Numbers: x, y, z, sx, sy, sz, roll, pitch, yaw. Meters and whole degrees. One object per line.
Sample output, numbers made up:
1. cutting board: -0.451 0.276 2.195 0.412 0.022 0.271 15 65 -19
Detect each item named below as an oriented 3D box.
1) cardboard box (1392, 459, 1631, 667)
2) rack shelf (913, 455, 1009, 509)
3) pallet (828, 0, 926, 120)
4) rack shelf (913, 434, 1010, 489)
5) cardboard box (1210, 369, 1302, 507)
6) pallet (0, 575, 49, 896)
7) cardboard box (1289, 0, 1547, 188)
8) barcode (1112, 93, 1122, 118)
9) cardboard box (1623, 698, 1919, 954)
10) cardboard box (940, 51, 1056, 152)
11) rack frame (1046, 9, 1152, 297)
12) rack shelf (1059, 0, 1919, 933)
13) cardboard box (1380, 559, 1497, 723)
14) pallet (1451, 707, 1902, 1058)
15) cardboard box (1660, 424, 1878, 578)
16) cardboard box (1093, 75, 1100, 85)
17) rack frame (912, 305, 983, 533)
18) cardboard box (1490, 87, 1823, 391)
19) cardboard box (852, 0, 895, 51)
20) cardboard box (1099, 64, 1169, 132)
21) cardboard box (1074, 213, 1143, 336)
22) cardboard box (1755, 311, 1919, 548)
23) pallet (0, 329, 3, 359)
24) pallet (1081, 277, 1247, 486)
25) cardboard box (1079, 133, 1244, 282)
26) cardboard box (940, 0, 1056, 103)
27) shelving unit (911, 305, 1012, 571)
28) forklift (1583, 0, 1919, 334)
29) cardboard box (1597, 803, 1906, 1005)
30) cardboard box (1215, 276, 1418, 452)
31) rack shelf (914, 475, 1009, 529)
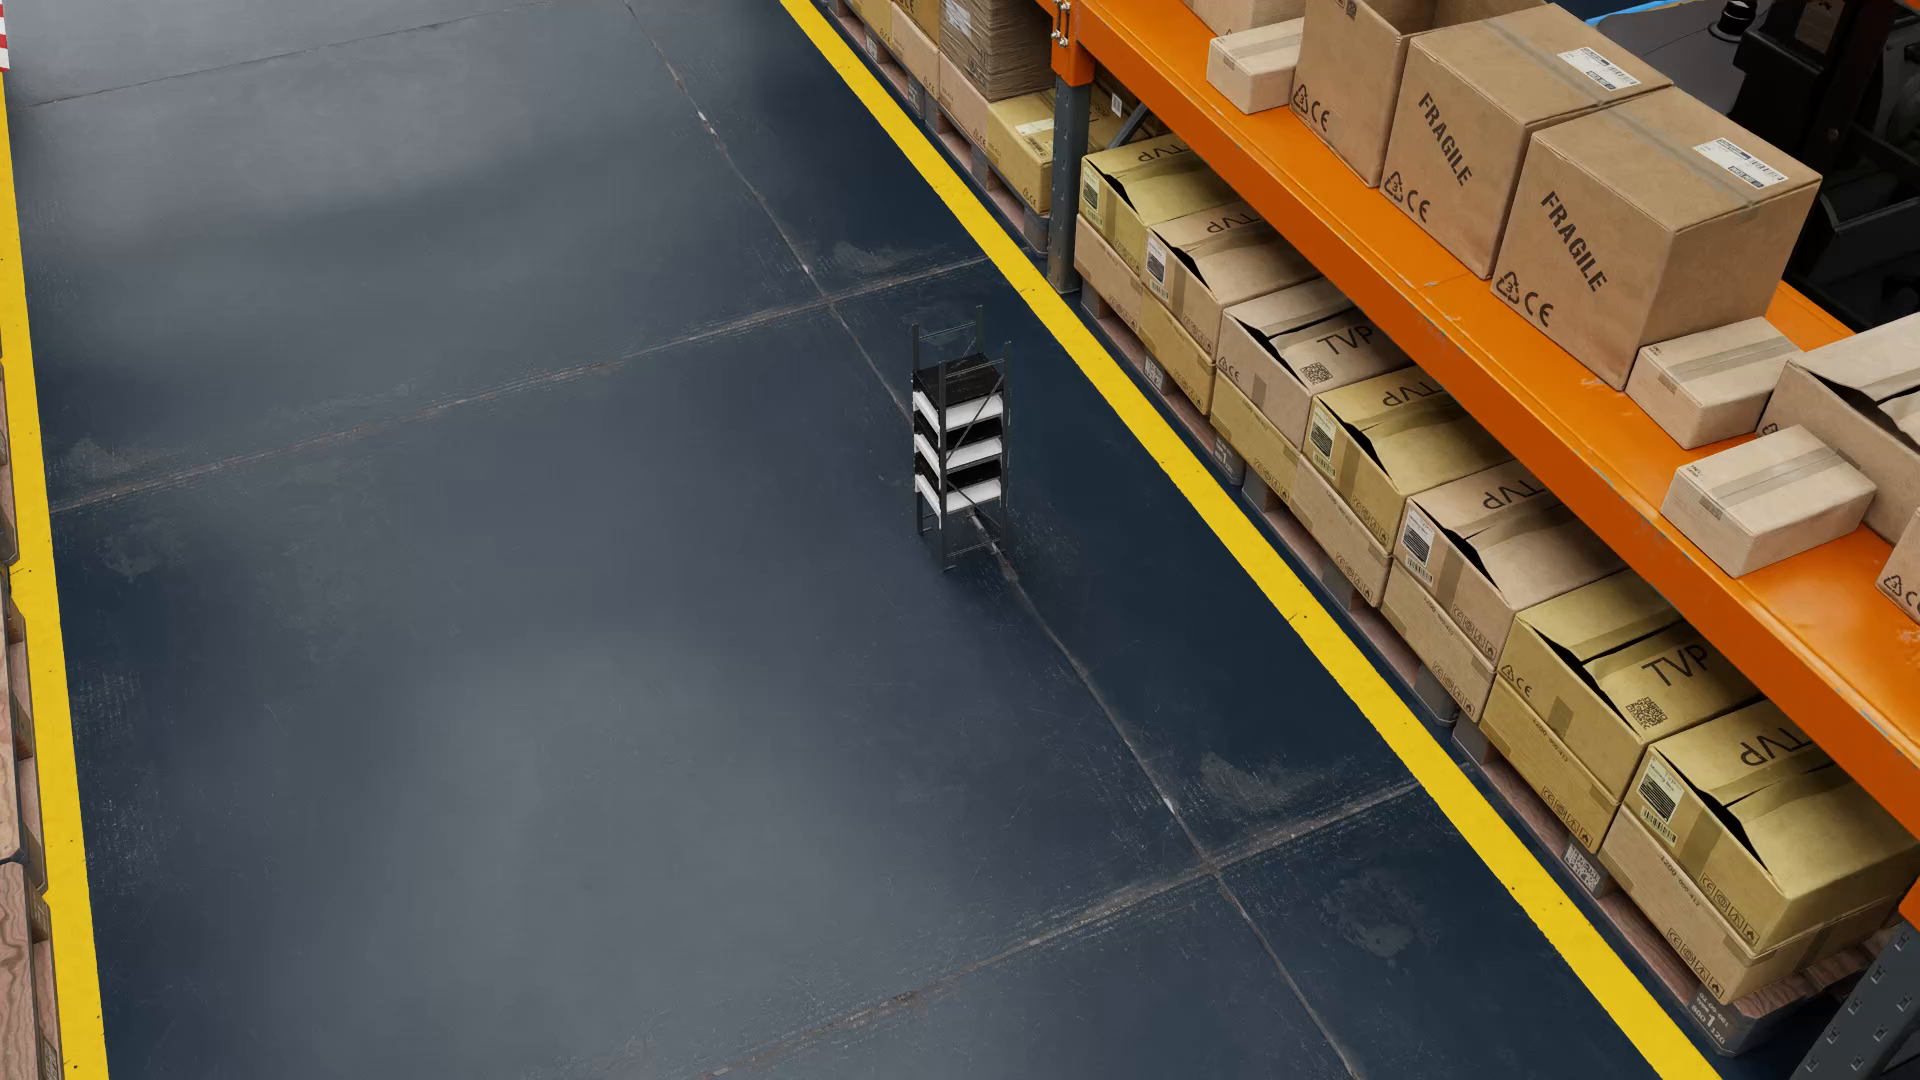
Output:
1. cardboard box: 1.638 0.024 4.849 0.500 0.311 0.500 -18 47 -18
2. rack shelf: 0.003 -0.227 5.515 0.258 0.077 0.200 -18 47 -17
3. pallet: 0.021 -2.547 8.181 1.003 0.211 1.213 -18 47 -17
4. rack shelf: 0.003 -0.291 5.452 0.258 0.077 0.200 -18 47 -17
5. cardboard box: 1.213 -0.427 5.706 0.500 0.250 0.500 -19 48 -19
6. pallet: -3.296 0.700 4.890 1.003 0.211 1.213 -18 47 -17
7. cardboard box: 1.364 -1.447 5.010 0.500 0.500 0.500 -15 47 -15
8. barcode: 0.564 -1.565 5.983 0.001 0.075 0.075 -18 47 -17
9. cardboard box: 2.072 0.676 4.189 0.500 0.311 0.500 -17 47 -16
10. cardboard box: 0.240 -1.965 7.264 0.500 0.250 0.500 -18 47 -17
11. rack frame: 0.834 -2.242 5.886 1.000 3.000 0.127 -18 47 -17
12. rack shelf: 1.675 -0.711 4.847 1.077 0.370 4.000 -18 47 -17
13. cardboard box: 1.645 0.225 5.045 0.500 0.250 0.500 -17 47 -17
14. pallet: 2.205 0.764 4.826 1.003 0.211 1.213 -18 47 -17
15. cardboard box: 1.887 -0.095 3.889 0.380 0.149 0.250 -18 47 -17
16. cardboard box: 0.709 -2.118 7.419 0.500 0.250 0.500 -18 47 -17
17. rack frame: -0.039 -0.380 5.494 0.240 0.900 0.006 -18 47 -17
18. cardboard box: 1.796 -0.793 4.346 0.500 0.500 0.500 -20 48 -20
19. cardboard box: -0.195 -2.598 7.906 0.500 0.250 0.500 -18 47 -17
20. cardboard box: 0.923 -2.067 6.834 0.500 0.500 0.500 -18 47 -17
21. cardboard box: 0.779 -1.082 6.370 0.500 0.250 0.500 -19 48 -18
22. cardboard box: 2.316 -0.288 3.970 0.500 0.311 0.500 -19 48 -18
23. pallet: -4.423 -1.007 6.621 1.003 0.211 1.213 -18 47 -17
24. pallet: 1.179 -0.791 6.401 1.003 0.211 1.213 -18 47 -17
25. cardboard box: 0.782 -1.275 6.166 0.500 0.311 0.500 -18 47 -17
26. cardboard box: 0.241 -2.232 7.002 0.500 0.500 0.500 -18 47 -17
27. shelving unit: 0.003 -0.315 5.429 0.258 0.900 0.210 -18 47 -17
28. forklift: 3.304 -1.400 5.082 1.130 2.935 3.031 -19 48 -18
29. cardboard box: 2.073 0.873 4.388 0.500 0.250 0.500 -17 47 -16
30. cardboard box: 1.206 -0.625 5.507 0.500 0.311 0.500 -20 48 -19
31. rack shelf: 0.003 -0.163 5.579 0.258 0.077 0.200 -18 47 -17
